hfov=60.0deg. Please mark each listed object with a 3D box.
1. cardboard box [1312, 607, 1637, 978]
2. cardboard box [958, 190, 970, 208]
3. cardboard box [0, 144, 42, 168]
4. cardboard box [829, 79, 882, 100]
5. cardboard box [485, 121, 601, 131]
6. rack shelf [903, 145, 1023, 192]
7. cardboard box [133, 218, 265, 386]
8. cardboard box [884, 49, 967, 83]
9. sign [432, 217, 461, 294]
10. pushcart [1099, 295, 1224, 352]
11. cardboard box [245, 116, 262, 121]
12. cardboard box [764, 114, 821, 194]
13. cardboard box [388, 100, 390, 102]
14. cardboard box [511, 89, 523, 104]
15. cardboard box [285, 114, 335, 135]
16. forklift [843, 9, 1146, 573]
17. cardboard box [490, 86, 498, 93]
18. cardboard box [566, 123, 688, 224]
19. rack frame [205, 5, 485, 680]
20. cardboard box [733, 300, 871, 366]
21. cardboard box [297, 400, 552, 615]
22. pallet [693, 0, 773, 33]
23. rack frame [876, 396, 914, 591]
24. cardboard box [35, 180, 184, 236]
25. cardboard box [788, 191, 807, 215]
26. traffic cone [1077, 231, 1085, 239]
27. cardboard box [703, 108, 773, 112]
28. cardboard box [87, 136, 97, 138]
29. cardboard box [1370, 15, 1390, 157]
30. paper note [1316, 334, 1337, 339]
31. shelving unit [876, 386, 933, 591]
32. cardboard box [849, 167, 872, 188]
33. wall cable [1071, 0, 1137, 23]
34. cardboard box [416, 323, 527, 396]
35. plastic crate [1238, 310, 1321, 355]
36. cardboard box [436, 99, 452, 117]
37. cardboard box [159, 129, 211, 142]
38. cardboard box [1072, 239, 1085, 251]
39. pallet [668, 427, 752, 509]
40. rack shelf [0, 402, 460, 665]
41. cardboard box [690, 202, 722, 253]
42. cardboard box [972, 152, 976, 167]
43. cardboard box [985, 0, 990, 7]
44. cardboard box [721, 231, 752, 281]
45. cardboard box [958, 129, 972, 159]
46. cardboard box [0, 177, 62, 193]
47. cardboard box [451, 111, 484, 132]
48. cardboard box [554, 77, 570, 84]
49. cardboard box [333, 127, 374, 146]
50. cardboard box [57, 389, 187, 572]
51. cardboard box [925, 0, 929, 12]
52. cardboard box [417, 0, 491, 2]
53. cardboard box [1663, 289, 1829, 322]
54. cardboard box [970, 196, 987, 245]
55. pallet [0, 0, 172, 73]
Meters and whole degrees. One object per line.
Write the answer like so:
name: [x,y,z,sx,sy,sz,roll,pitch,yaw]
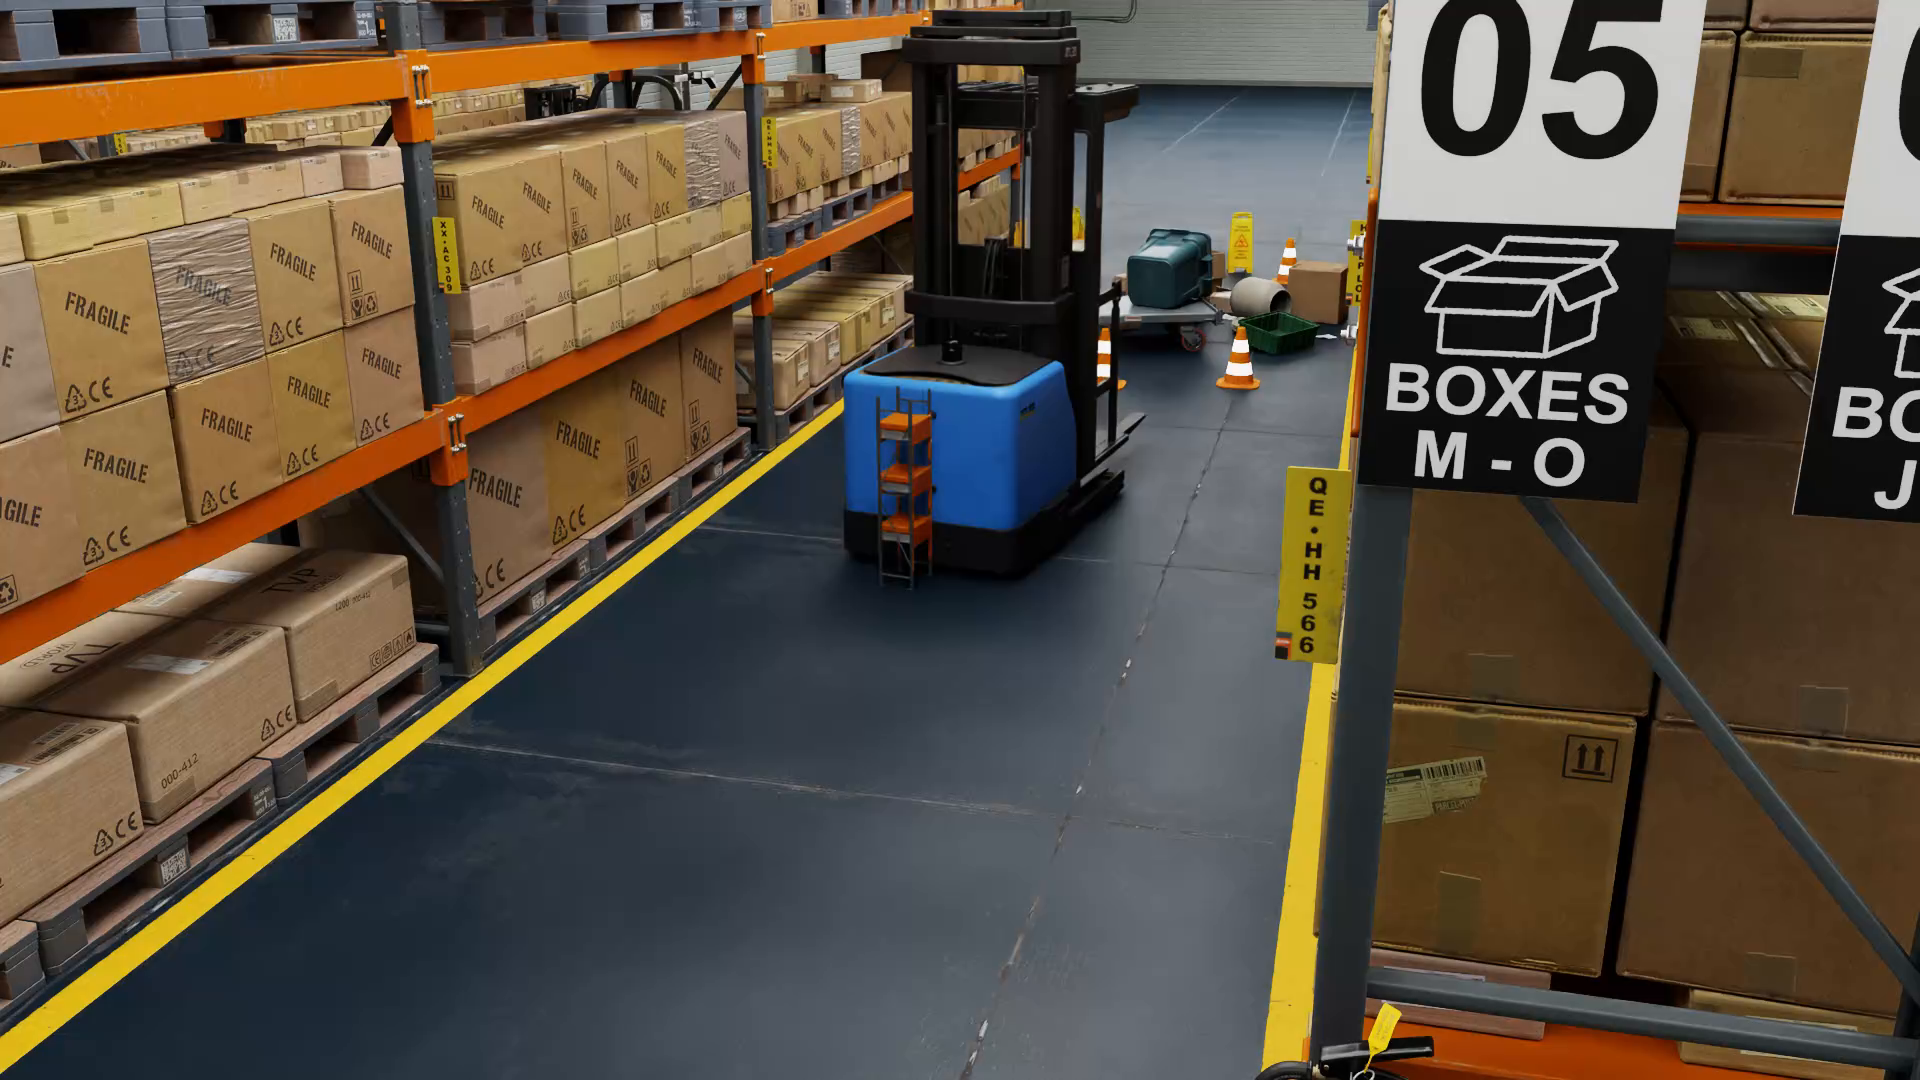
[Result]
cardboard box: [0.954,0.441,3.140,0.500,0.500,0.500,5,20,14]
cardboard box: [-0.118,-3.333,16.246,0.380,0.149,0.250,6,20,17]
cardboard box: [-6.868,-2.564,11.749,0.500,0.500,0.500,6,20,16]
cardboard box: [-0.849,-3.644,13.448,0.380,0.149,0.250,4,19,12]
cardboard box: [-2.387,-2.144,9.623,0.500,0.500,0.500,5,20,15]
rack shelf: [-0.311,-3.616,16.748,1.077,0.370,4.000,5,19,13]
cardboard box: [-2.849,-0.855,5.847,0.500,0.500,0.500,5,19,14]
cardboard box: [-0.336,-4.270,15.387,0.700,0.500,0.500,5,19,14]
sign: [-2.215,-1.226,7.175,0.100,0.325,0.005,5,19,13]
pushcart: [1.424,-1.925,14.739,1.648,0.377,0.936,-2,19,-6]
cardboard box: [-6.270,-3.586,14.389,0.380,0.149,0.250,5,19,13]
cardboard box: [-1.322,-2.750,11.833,0.500,0.500,0.500,6,20,16]
cardboard box: [-5.757,-4.277,16.411,0.380,0.149,0.250,4,19,12]
cardboard box: [-4.887,-4.723,17.716,0.380,0.149,0.250,5,19,13]
cardboard box: [-5.698,-3.626,14.503,0.380,0.149,0.250,4,19,12]
forklift: [0.390,-1.647,9.974,1.130,2.935,3.031,8,20,22]
cardboard box: [-5.010,-4.702,17.196,0.380,0.149,0.250,5,19,13]
cardboard box: [-1.894,-2.097,9.486,0.500,0.500,0.500,5,19,13]
rack frame: [-2.754,-0.822,7.455,1.000,3.000,0.127,5,19,13]
cardboard box: [-1.266,-1.677,13.372,0.950,0.372,0.625,5,20,15]
cardboard box: [-2.680,-0.216,8.318,0.875,0.875,0.875,5,20,15]
pallet: [-1.882,-3.200,10.068,1.213,0.211,1.003,6,20,16]
rack frame: [-0.341,-0.237,8.756,0.200,1.050,0.008,8,20,22]
cardboard box: [-2.894,-1.133,5.658,0.380,0.149,0.250,4,19,12]
cardboard box: [-1.304,-2.411,11.846,0.380,0.149,0.250,3,19,10]
traffic cone: [1.324,-3.147,18.184,0.336,0.463,0.334,5,19,13]
cardboard box: [-1.697,-2.949,12.415,0.500,0.500,0.500,3,19,10]
cardboard box: [-6.752,-3.030,12.760,0.380,0.149,0.250,5,20,15]
cardboard box: [1.066,-0.882,3.220,0.500,0.250,0.500,5,19,13]
paper note: [3.312,-1.848,15.050,0.147,0.020,0.142,-9,21,-24]
shelving unit: [-0.294,-0.273,8.862,0.215,1.050,0.252,8,20,22]
cardboard box: [-0.921,-2.908,13.300,0.380,0.149,0.250,5,19,13]
wall cable: [3.652,-16.419,48.639,3.097,2.526,0.112,5,19,13]
cardboard box: [-2.390,-0.869,7.822,0.500,0.250,0.500,4,19,12]
plastic crate: [2.798,-1.825,14.652,0.450,0.188,0.662,29,33,36]
cardboard box: [-5.219,-4.235,16.289,0.380,0.149,0.250,5,20,15]
cardboard box: [-6.074,-3.147,13.103,0.380,0.149,0.250,5,19,14]
cardboard box: [0.934,-2.374,14.694,0.500,0.500,0.500,5,19,13]
pallet: [-2.042,-0.515,10.870,1.003,0.211,1.213,5,19,13]
rack shelf: [-3.243,0.145,5.736,1.077,0.370,4.000,5,19,13]
cardboard box: [-1.770,-1.909,10.094,0.500,0.250,0.500,4,19,12]
cardboard box: [-0.055,-3.766,16.461,0.380,0.149,0.250,5,19,13]
cardboard box: [0.094,-5.433,16.702,0.380,0.149,0.250,5,19,13]
cardboard box: [-1.648,-1.826,10.626,0.500,0.250,0.500,4,19,11]
cardboard box: [-0.186,-3.949,15.995,0.500,0.500,0.500,4,19,13]
cardboard box: [-3.346,-1.167,5.759,0.380,0.149,0.250,5,19,13]
cardboard box: [-5.141,-4.051,16.753,0.500,0.500,0.500,5,19,14]
cardboard box: [-4.587,-5.177,18.584,0.380,0.149,0.250,5,20,15]
cardboard box: [-5.604,-3.550,14.900,0.500,0.250,0.500,4,19,12]
cardboard box: [-2.991,-0.221,5.539,0.500,0.500,0.500,5,20,15]
cardboard box: [-0.482,-4.710,14.584,0.380,0.149,0.250,4,19,13]
cardboard box: [-2.292,-2.506,7.302,0.396,0.266,0.258,4,19,13]
cardboard box: [1.726,-0.310,3.794,0.500,0.500,0.500,4,19,12]
cardboard box: [-0.019,-3.243,16.985,0.500,0.500,0.500,4,19,12]
pallet: [-3.264,-1.563,5.120,1.003,0.211,1.213,5,19,13]
